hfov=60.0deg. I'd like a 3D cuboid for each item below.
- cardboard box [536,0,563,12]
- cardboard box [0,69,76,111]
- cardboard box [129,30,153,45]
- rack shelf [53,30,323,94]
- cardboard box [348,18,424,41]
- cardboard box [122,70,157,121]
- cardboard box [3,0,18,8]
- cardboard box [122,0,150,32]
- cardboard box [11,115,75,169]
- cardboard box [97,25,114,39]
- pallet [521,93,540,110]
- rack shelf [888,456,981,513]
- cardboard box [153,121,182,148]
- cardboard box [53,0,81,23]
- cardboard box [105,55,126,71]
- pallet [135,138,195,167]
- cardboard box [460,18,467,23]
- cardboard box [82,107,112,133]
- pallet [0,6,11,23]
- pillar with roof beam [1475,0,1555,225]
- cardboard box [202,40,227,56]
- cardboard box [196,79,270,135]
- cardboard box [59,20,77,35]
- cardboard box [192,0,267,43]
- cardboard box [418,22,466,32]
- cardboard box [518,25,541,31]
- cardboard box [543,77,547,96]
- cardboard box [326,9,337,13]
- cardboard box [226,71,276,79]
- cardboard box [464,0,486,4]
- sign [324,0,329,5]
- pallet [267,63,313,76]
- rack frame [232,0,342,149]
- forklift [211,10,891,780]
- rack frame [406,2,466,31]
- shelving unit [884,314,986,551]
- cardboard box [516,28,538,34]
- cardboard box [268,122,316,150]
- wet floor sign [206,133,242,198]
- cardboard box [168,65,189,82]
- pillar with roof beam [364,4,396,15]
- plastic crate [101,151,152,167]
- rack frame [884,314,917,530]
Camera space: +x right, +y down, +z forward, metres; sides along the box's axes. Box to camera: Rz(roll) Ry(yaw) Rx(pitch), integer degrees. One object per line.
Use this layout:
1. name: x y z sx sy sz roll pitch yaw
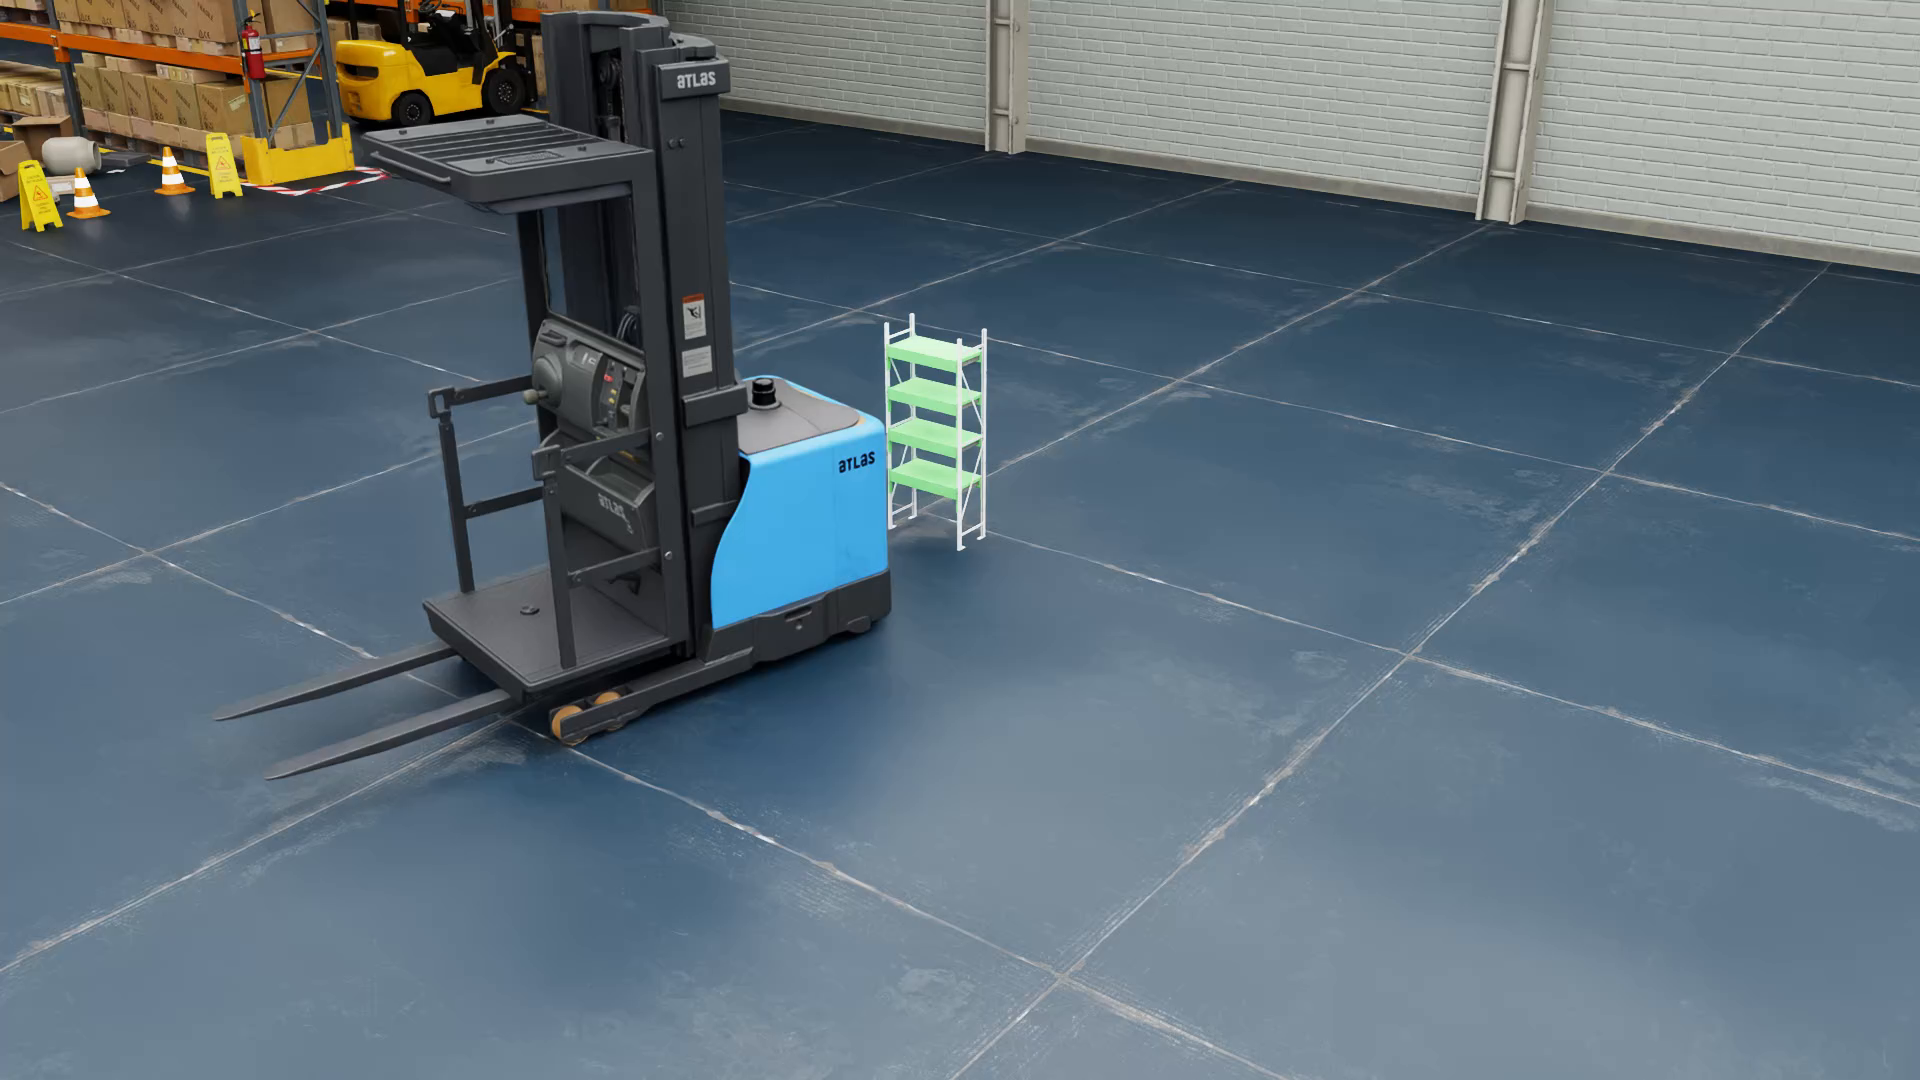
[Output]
1. cardboard box: -5.202 -7.199 21.746 0.500 0.500 0.500 18 29 35
2. cardboard box: -11.971 -5.812 21.459 0.625 0.372 0.950 18 29 35
3. cardboard box: -9.119 -5.697 18.771 0.250 0.149 0.380 17 29 33
4. rack shelf: -8.815 -5.543 19.003 4.000 0.370 1.077 17 29 33
5. cardboard box: -8.482 -7.376 24.696 0.625 0.625 0.875 16 29 33
6. cardboard box: -9.256 -5.152 19.181 0.500 0.500 0.500 19 30 36
7. cardboard box: -11.421 -6.589 20.274 0.250 0.149 0.380 16 29 32
8. cardboard box: -9.005 -5.986 18.623 0.500 0.500 0.500 17 29 34
9. cardboard box: -10.374 -4.515 18.874 0.500 0.500 0.500 -5 24 -12
10. cardboard box: -9.715 -5.891 19.213 0.250 0.149 0.380 18 29 35
11. pallet: -5.850 -6.182 23.018 1.213 0.211 1.003 17 29 33
12. rack shelf: -0.132 -0.311 9.221 0.480 0.148 0.258 17 29 33
13. cardboard box: -8.855 -4.684 19.049 0.500 0.250 0.500 16 28 31
14. cardboard box: -10.231 -6.341 19.429 0.500 0.500 0.500 17 29 33
15. cardboard box: -9.629 -5.527 19.228 0.250 0.149 0.380 18 30 35
16. pallet: -8.876 -4.634 19.506 1.213 0.211 1.003 17 29 33
17. cardboard box: -6.932 -7.293 23.732 0.500 0.250 0.500 17 29 34
18. cardboard box: -10.105 -5.060 19.903 0.500 0.250 0.500 15 28 31
19. pallet: -12.008 -6.770 21.133 1.213 0.211 1.003 17 29 33
20. pillar with roof beam: 2.763 -5.905 11.491 0.400 9.000 9.100 17 29 33
21. cardboard box: -7.912 -5.321 17.917 0.250 0.149 0.380 16 29 33
22. cardboard box: -8.012 -4.775 18.327 0.500 0.500 0.500 17 29 34
23. cardboard box: -10.356 -6.061 19.598 0.250 0.149 0.380 17 29 33
24. cardboard box: -7.814 -5.613 17.776 0.500 0.500 0.500 16 29 32
25. cardboard box: -7.243 -7.131 23.365 0.500 0.250 0.500 16 29 33
26. cardboard box: -5.713 -6.930 22.907 0.500 0.250 0.500 16 28 32
27. cardboard box: -5.198 -6.060 22.173 0.500 0.250 0.500 17 29 33
28. cardboard box: -10.151 -7.876 25.829 0.625 0.625 0.875 18 29 35
29. cardboard box: -8.135 -5.081 19.020 0.500 0.500 0.500 16 28 31
30. cardboard box: -6.410 -7.570 22.586 0.500 0.500 0.500 16 29 33
31. sign: -6.889 -5.960 17.983 0.005 0.325 0.100 17 29 33
32. pallet: -10.007 -7.438 25.869 1.213 0.211 1.003 17 29 33
33. rack frame: -7.215 -5.389 17.760 0.127 3.000 1.000 17 29 33
34. forklift: -1.793 -0.689 7.180 3.031 2.935 1.130 -19 30 -36
35. rack frame: -7.442 -7.958 23.592 0.127 3.000 1.000 17 29 33
36. shelving unit: -0.132 -0.589 9.099 0.503 1.200 0.258 17 29 33
37. cardboard box: -6.019 -6.759 22.518 0.500 0.250 0.500 16 28 32
38. cardboard box: -7.694 -4.607 18.875 0.500 0.250 0.500 17 29 33
39. wet floor sign: -7.704 -3.920 17.347 0.267 0.644 0.232 -15 28 -30
40. cardboard box: -8.545 -5.201 18.489 0.250 0.149 0.380 17 29 34
41. pillar with roof beam: -11.640 -10.257 21.370 0.400 9.000 9.100 17 29 33
42. plastic crate: -9.651 -4.376 19.082 0.583 0.080 0.402 7 25 15
43. rack frame: -0.328 -0.648 9.233 0.015 1.200 0.240 17 29 33
